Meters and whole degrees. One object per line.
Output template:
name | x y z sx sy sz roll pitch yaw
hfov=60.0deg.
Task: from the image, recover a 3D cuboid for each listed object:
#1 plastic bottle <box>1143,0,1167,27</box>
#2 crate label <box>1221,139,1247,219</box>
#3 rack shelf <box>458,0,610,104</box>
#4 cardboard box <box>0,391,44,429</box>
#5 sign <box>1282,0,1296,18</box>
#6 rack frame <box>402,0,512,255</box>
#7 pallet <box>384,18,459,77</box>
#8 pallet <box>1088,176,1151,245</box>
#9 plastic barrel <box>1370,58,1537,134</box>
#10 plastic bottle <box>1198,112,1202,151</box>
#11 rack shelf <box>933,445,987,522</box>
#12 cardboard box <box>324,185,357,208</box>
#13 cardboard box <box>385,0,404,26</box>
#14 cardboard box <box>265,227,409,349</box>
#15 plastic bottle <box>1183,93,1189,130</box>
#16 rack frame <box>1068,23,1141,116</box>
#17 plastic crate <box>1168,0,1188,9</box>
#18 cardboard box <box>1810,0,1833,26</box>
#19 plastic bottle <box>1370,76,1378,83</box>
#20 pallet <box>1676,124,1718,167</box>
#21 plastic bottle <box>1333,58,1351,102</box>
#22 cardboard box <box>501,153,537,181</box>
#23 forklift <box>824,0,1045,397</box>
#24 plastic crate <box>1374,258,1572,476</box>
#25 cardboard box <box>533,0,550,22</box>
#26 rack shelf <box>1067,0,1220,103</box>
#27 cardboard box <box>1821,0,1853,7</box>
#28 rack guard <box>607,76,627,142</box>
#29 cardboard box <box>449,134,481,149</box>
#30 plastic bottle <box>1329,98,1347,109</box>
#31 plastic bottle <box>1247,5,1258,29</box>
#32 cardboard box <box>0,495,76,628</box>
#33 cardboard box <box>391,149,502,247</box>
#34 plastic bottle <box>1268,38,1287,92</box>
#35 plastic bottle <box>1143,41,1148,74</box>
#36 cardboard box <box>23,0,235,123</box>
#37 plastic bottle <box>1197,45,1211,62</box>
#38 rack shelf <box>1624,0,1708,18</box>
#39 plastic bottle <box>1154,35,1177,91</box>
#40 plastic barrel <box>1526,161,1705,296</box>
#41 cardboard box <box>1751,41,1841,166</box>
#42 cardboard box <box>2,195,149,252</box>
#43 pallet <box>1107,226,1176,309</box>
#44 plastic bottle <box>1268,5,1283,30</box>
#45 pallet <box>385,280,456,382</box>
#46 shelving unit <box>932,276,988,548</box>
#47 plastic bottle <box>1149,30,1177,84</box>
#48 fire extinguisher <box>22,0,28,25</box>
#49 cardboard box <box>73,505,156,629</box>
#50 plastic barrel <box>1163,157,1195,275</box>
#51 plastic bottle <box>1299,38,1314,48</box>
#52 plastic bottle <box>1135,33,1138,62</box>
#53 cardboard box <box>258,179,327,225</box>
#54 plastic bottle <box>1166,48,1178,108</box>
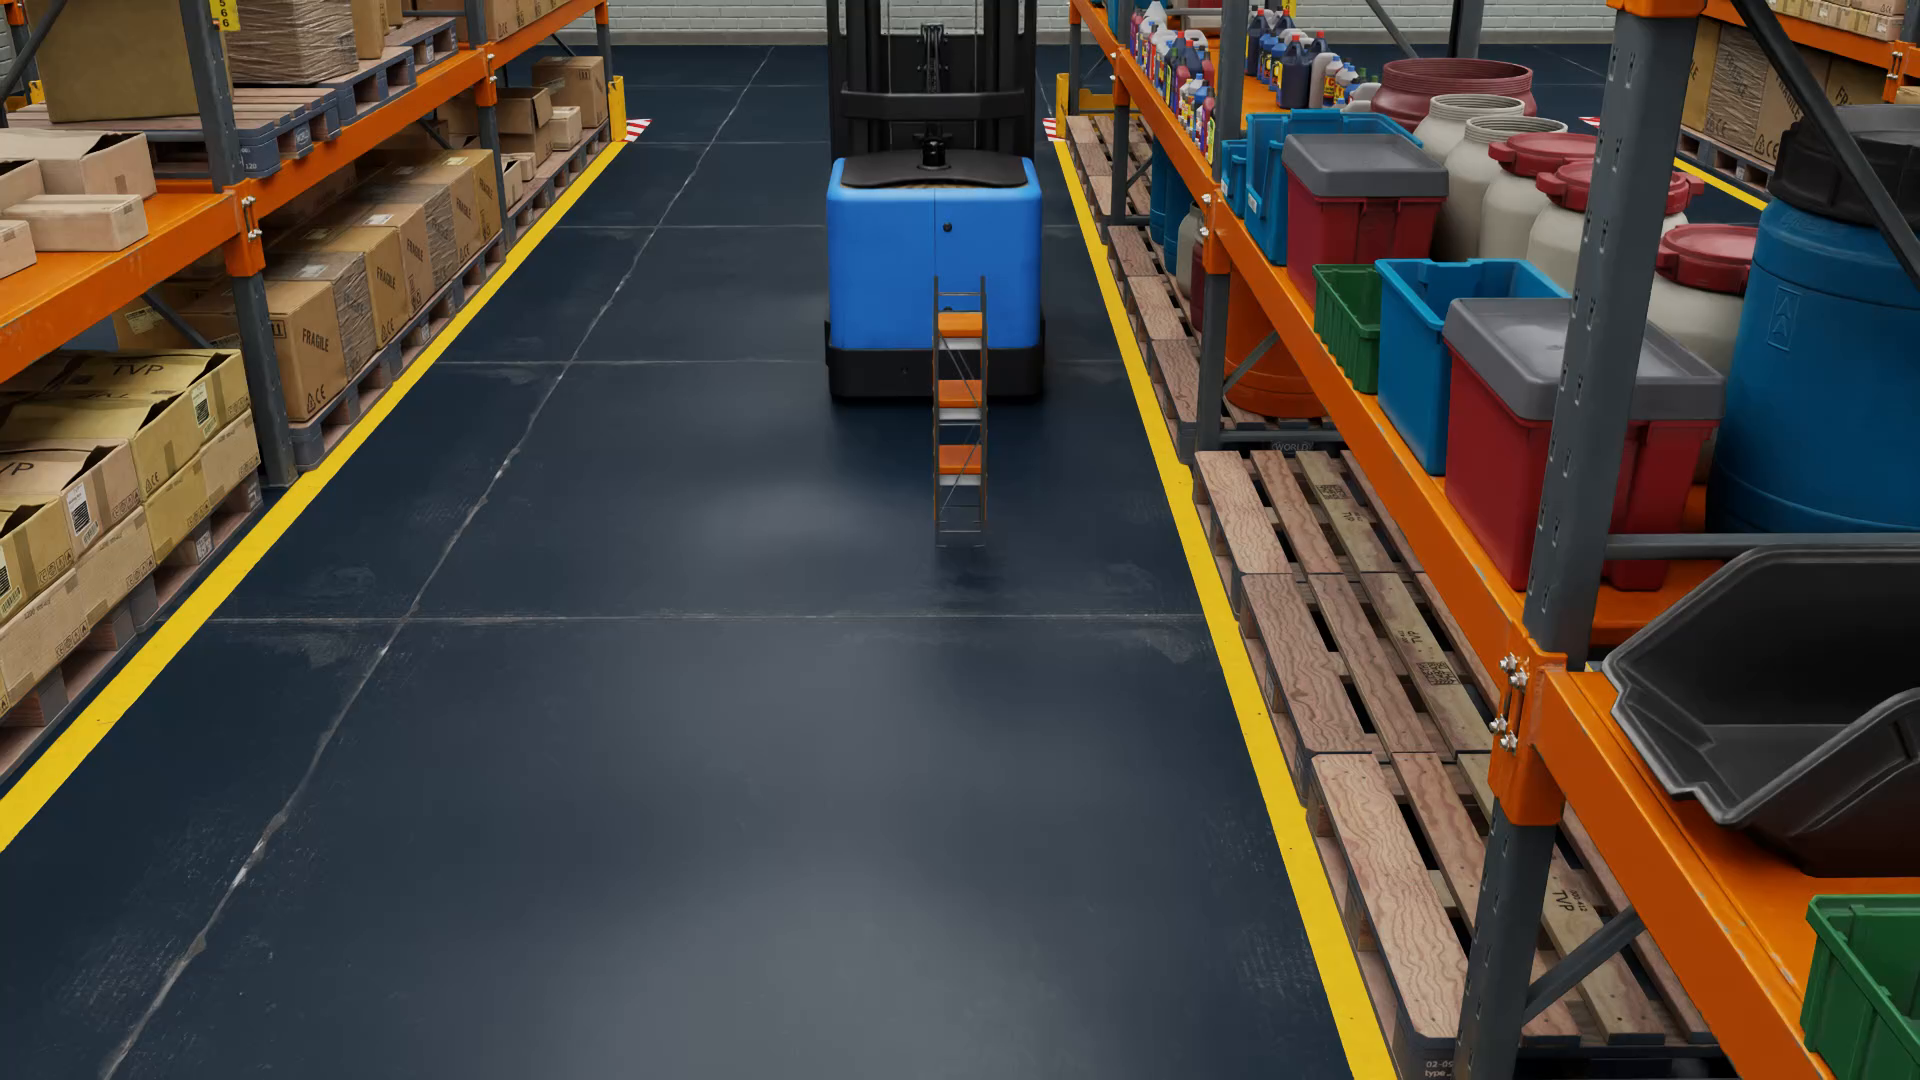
plastic bottle | 1.170 -3.092 10.007 0.144 0.351 0.185 0 24 -1
crate label | 1.163 -1.378 6.360 0.303 0.233 0.416 0 24 -1
rack shelf | -3.485 -3.753 12.282 1.077 0.370 4.000 0 24 -1
cardboard box | -3.694 -0.369 6.073 0.500 0.311 0.500 -1 24 -2
sign | 2.040 -3.406 10.304 0.100 0.325 0.005 0 24 -1
rack frame | -3.463 -3.257 10.311 1.000 3.000 0.127 0 24 -1
pallet | -3.564 -2.840 9.622 1.003 0.211 1.213 0 24 -1
pallet | 1.443 -2.310 11.601 1.003 0.211 1.213 0 24 -1
plastic barrel | 1.841 -1.502 6.265 0.600 0.536 0.708 0 24 -1
plastic bottle | 1.117 -1.846 7.434 0.097 0.201 0.097 0 24 0
rack shelf | -0.001 -0.238 6.701 0.215 0.259 0.240 0 24 -1
cardboard box | -3.687 -1.692 9.352 0.500 0.500 0.500 0 24 0
cardboard box | -3.682 -3.298 9.770 0.700 0.500 0.500 -9 26 -18
cardboard box | -3.151 -1.282 8.443 0.500 0.500 0.500 -1 24 -1
plastic bottle | 1.112 -2.047 7.877 0.097 0.201 0.097 0 24 0
rack frame | 1.446 -4.926 14.002 1.000 3.000 0.127 0 24 -1
plastic crate | 1.657 -3.881 11.762 0.437 0.282 0.530 0 24 -1
cardboard box | 6.103 -3.628 11.436 0.380 0.149 0.250 0 24 0
plastic bottle | 1.891 -2.002 7.678 0.061 0.283 0.133 0 24 -1
pallet | 6.486 -3.349 13.898 1.003 0.211 1.213 0 24 -1
plastic bottle | 1.885 -2.232 8.188 0.061 0.283 0.133 0 24 -1
cardboard box | -3.271 -2.697 11.977 0.380 0.166 0.250 0 24 -1
forklift | -0.152 -2.596 8.934 1.130 2.935 3.031 -1 24 -1
plastic crate | 1.254 -0.427 4.074 0.392 0.384 0.575 0 24 -1
cardboard box | -3.208 -3.931 11.680 0.500 0.500 0.500 0 24 -1
rack shelf | 1.468 -3.774 12.328 1.077 0.370 4.000 0 24 -1
cardboard box | 6.167 -3.761 11.247 0.500 0.250 0.500 0 24 1
rack guard | -3.506 -3.735 14.402 1.175 0.500 0.348 0 24 -1
cardboard box | -3.761 -2.775 11.974 0.500 0.311 0.500 0 24 -1
plastic bottle | 1.722 -1.901 7.555 0.097 0.201 0.097 0 24 0
plastic bottle | 1.683 -2.877 9.532 0.144 0.351 0.185 0 24 -1
cardboard box | -3.150 0.041 5.167 0.500 0.311 0.500 0 24 1
cardboard box | -3.171 -2.117 10.289 0.500 0.500 0.500 0 24 -1
plastic bottle | 1.706 -2.541 8.884 0.097 0.271 0.097 0 24 0
plastic bottle | 1.093 -2.756 9.445 0.097 0.201 0.097 0 24 0
cardboard box | -3.539 -2.105 7.133 0.700 0.500 0.500 -9 26 -18
plastic bottle | 1.247 -2.422 8.622 0.097 0.271 0.097 0 24 0
rack shelf | 1.599 -0.196 0.777 1.077 0.370 4.000 0 24 -1
plastic bottle | 1.126 -2.552 8.902 0.152 0.276 0.135 0 24 -1
plastic barrel | 1.778 -0.741 4.583 0.433 0.535 0.433 0 24 0
cardboard box | 6.505 -3.166 12.180 0.875 0.875 0.875 0 24 -1
cardboard box | -3.134 -1.125 5.902 0.380 0.149 0.250 0 24 -1
pallet | 1.456 -1.689 10.229 1.003 0.211 1.213 0 24 -1
plastic bottle | 1.827 -2.878 9.533 0.144 0.351 0.185 0 24 -1
pallet | -3.400 -1.147 9.031 1.003 0.211 1.213 0 24 -1
shelving unit | -0.001 -0.500 6.582 0.215 1.050 0.252 0 24 -1
plastic bottle | 1.124 -2.647 9.114 0.152 0.276 0.135 0 24 -1
fire extinguisher | -8.001 -4.741 14.138 0.296 0.674 0.183 0 24 -1
cardboard box | -3.158 0.088 5.742 0.500 0.250 0.500 0 24 1
plastic barrel | 1.486 -1.997 9.562 0.600 0.901 0.708 0 24 -1
plastic bottle | 1.831 -2.551 8.901 0.152 0.276 0.135 0 24 -1
plastic bottle | 1.088 -2.932 9.833 0.097 0.201 0.097 0 24 0
cardboard box | -3.685 -1.841 8.770 0.500 0.250 0.500 -1 24 -2
plastic bottle | 1.086 -2.343 8.433 0.061 0.283 0.133 0 24 -1
